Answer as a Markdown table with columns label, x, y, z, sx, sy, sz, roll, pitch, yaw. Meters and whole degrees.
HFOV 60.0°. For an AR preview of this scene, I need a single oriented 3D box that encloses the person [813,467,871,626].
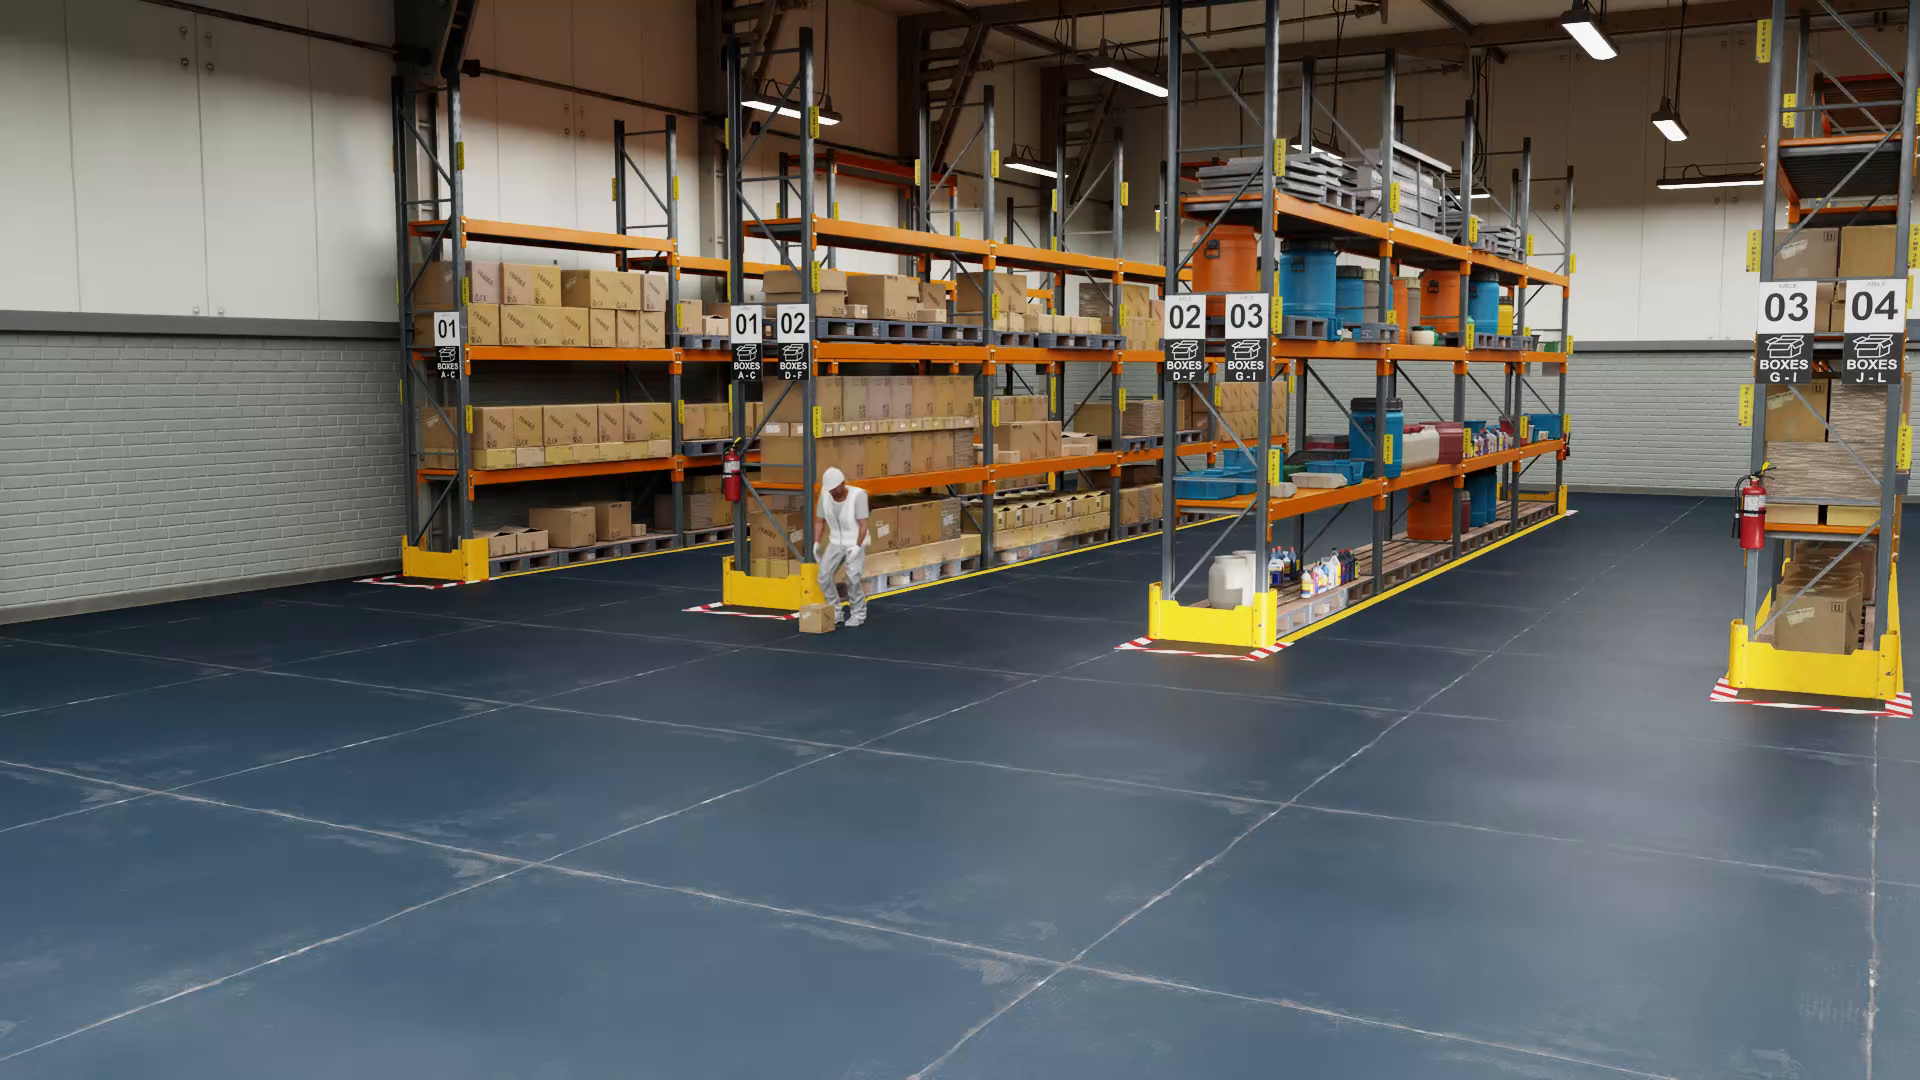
| label | x | y | z | sx | sy | sz | roll | pitch | yaw |
| --- | --- | --- | --- | --- | --- | --- | --- | --- | --- |
| person | -1.139 | 0.060 | 16.412 | 0.604 | 1.578 | 0.652 | 3 | 7 | 29 |
